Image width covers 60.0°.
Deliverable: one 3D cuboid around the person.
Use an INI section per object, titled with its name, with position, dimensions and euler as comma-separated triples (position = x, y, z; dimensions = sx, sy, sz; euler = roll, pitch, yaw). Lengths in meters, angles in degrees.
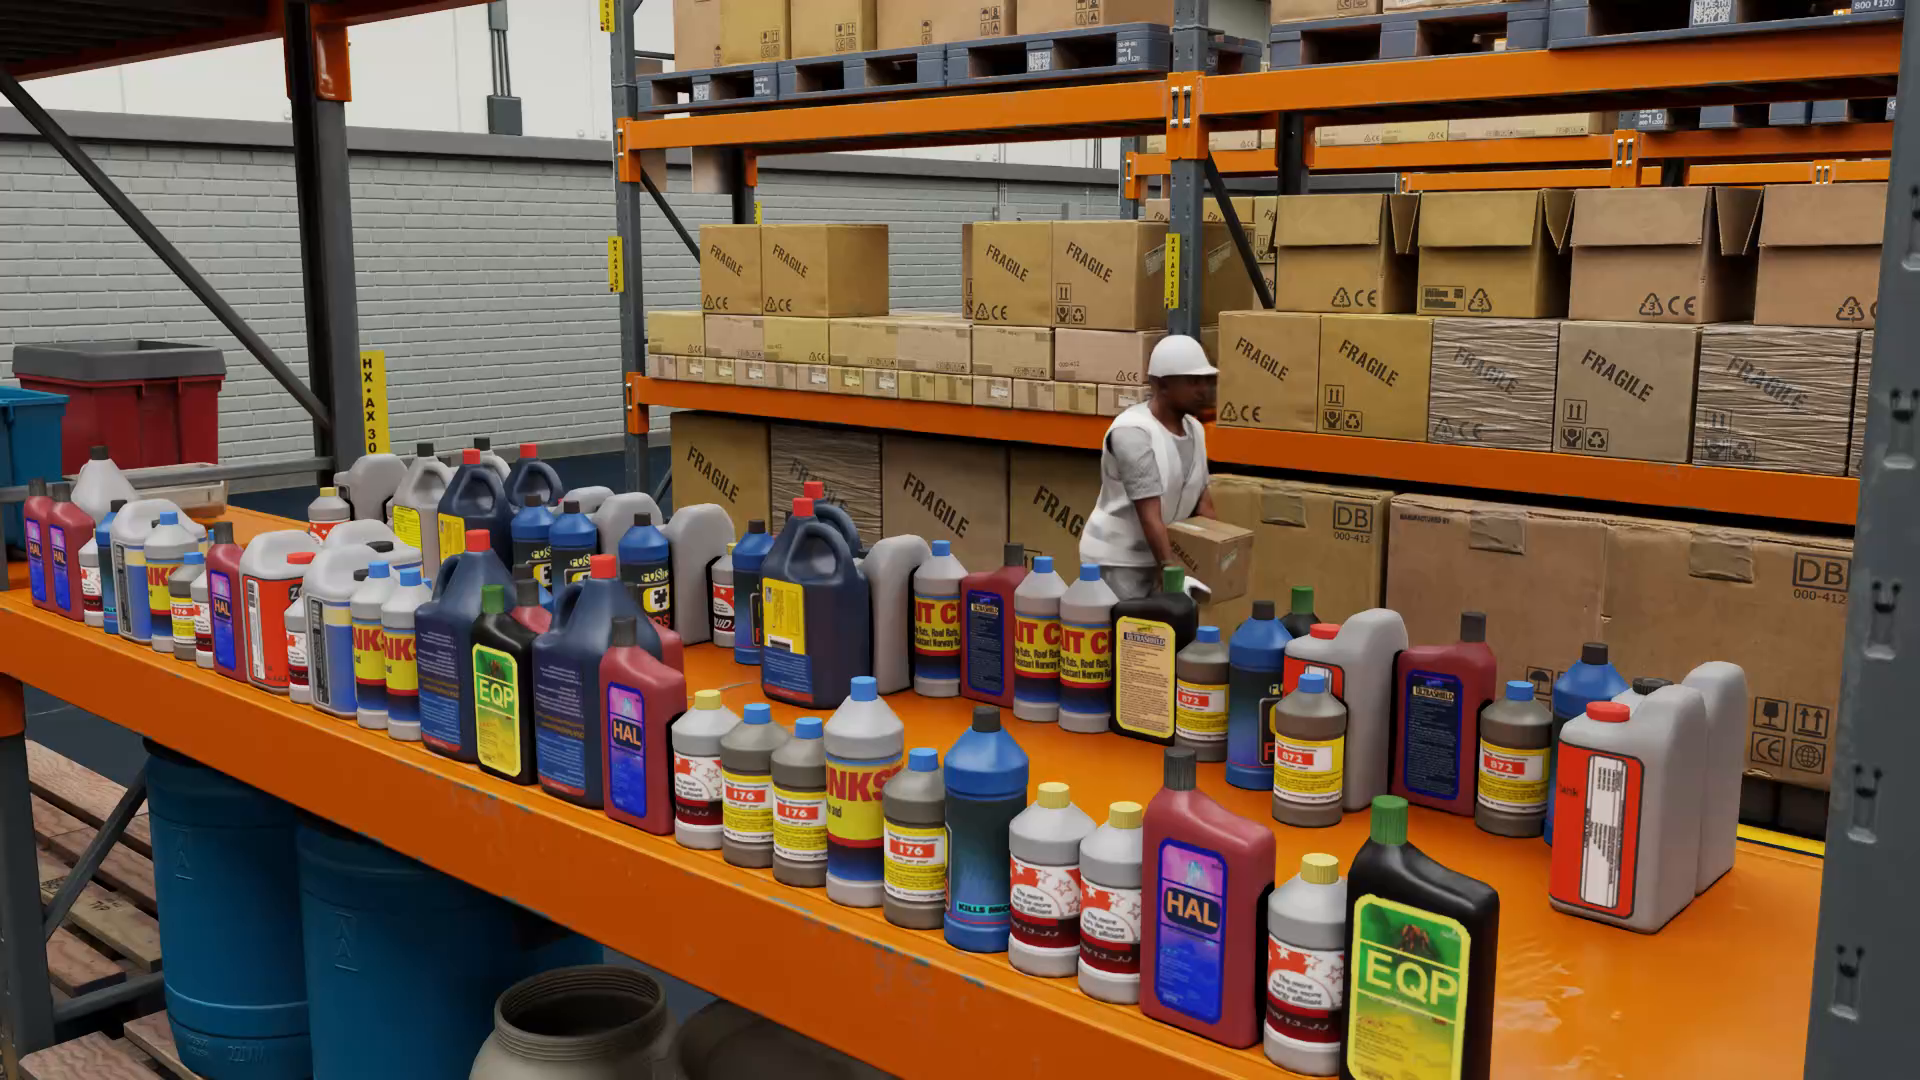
[person]
position = 0.770, 0.109, 6.295
dimensions = 0.604, 1.761, 0.487
euler = 8, 13, 40
